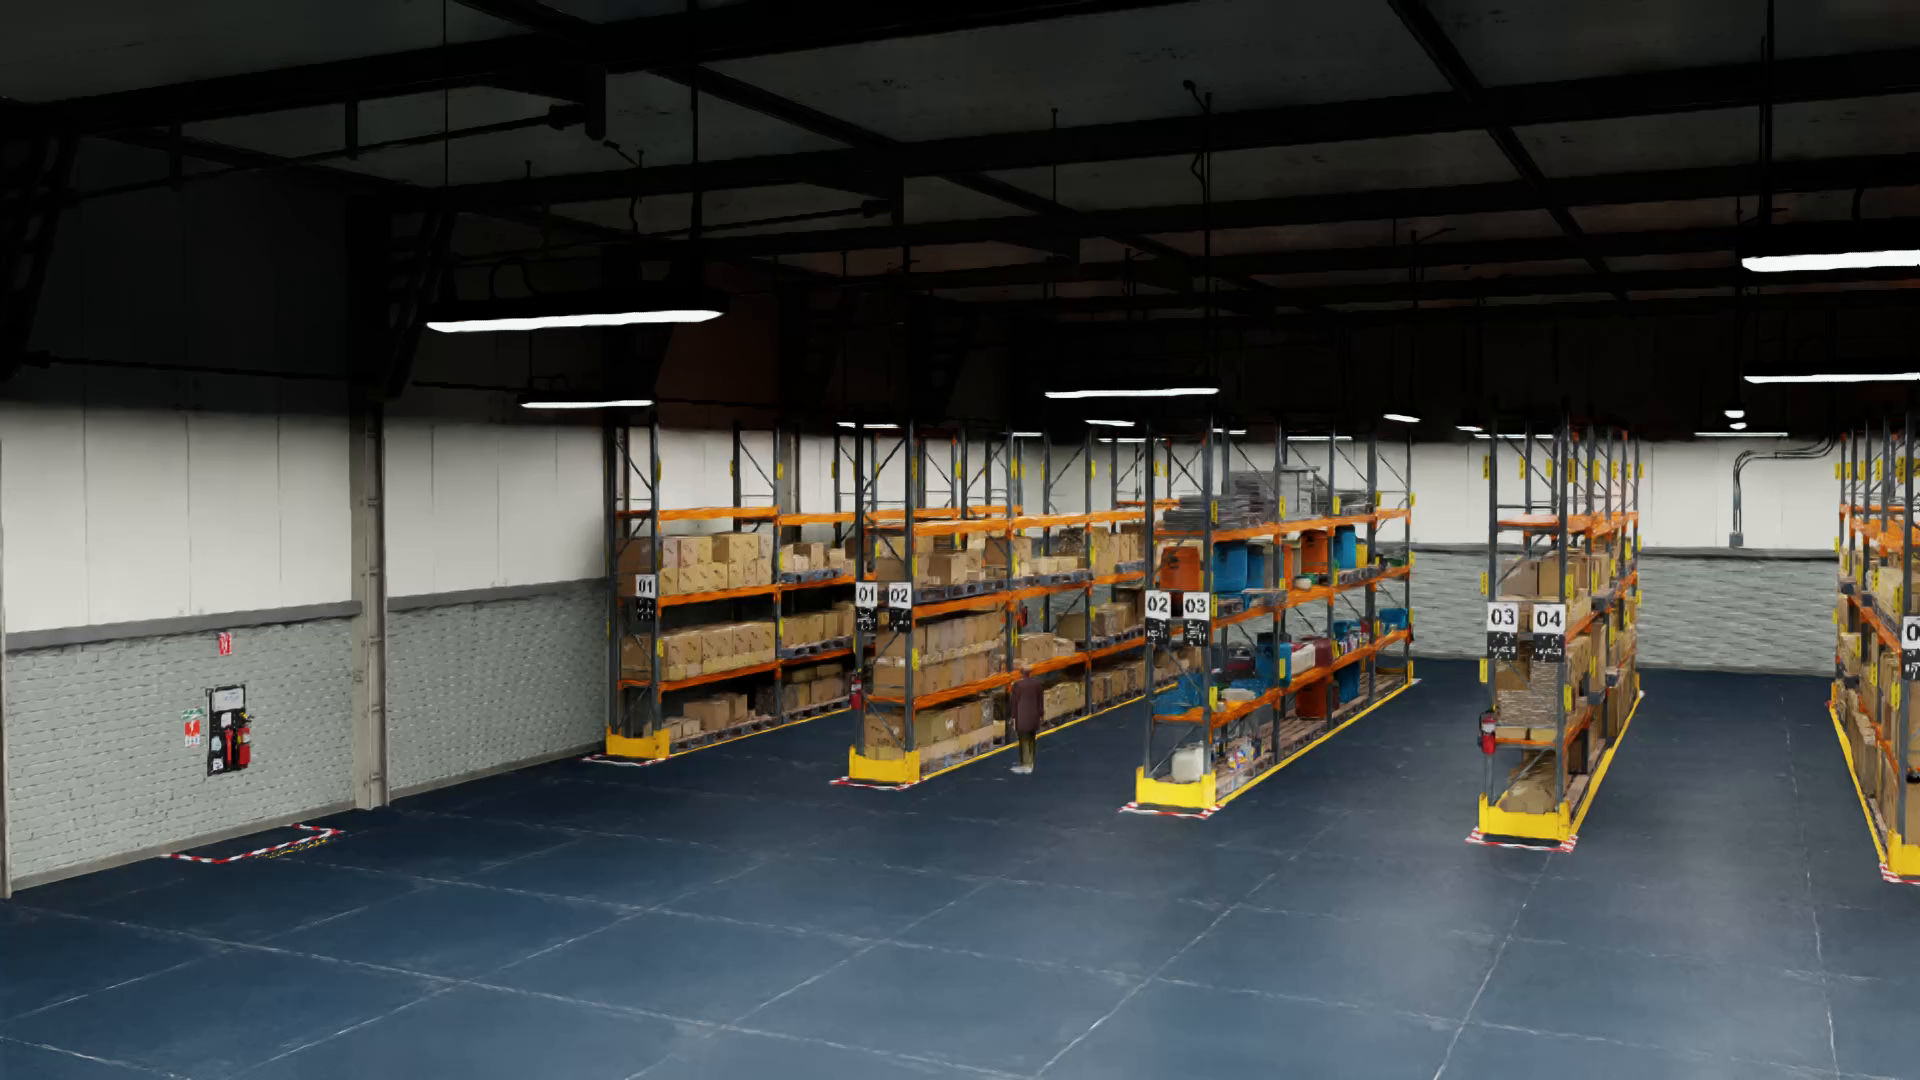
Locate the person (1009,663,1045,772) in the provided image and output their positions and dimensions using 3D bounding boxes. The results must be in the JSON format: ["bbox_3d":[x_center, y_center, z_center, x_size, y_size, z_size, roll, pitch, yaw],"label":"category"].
[{"bbox_3d":[1.088,2.931,27.650,0.677,1.775,0.636,-2,3,-34],"label":"person"}]

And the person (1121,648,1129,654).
[{"bbox_3d":[4.093,2.402,41.891,0.544,1.645,1.098,1,3,29],"label":"person"}]

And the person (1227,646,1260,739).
[{"bbox_3d":[5.031,2.712,29.434,0.604,1.659,0.635,1,2,12],"label":"person"}]
